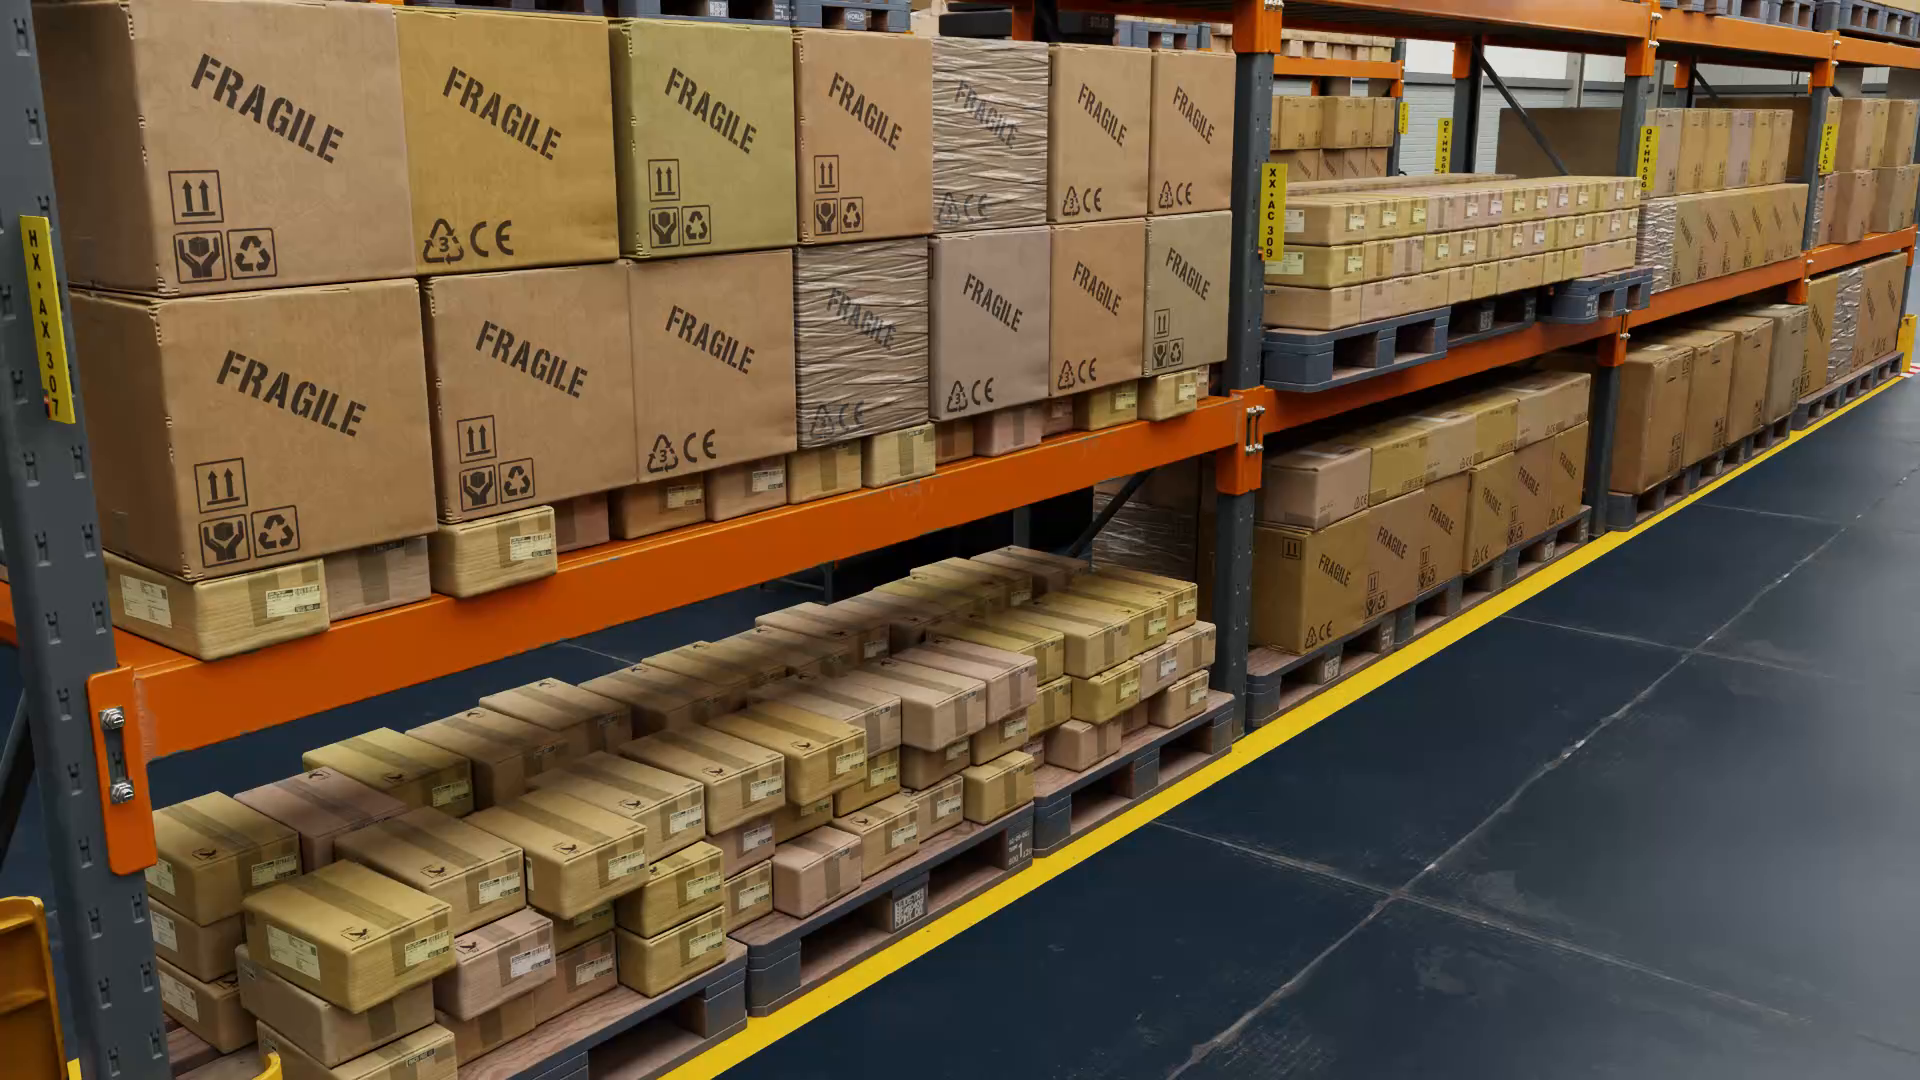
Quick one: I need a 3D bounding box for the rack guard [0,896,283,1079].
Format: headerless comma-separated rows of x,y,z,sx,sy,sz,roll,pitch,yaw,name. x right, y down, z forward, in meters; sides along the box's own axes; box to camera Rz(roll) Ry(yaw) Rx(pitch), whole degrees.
-1.831,1.183,3.452,1.175,0.500,0.348,11,18,38,rack guard

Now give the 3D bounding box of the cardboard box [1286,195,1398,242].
1.411,-1.209,6.240,0.380,0.149,0.250,12,18,39,cardboard box

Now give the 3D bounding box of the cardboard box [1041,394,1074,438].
0.131,-0.421,5.198,0.380,0.149,0.250,11,18,36,cardboard box

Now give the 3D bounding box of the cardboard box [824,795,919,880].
-0.338,0.815,4.761,0.380,0.149,0.250,11,18,38,cardboard box

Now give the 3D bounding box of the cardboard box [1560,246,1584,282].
2.719,-1.319,7.880,0.380,0.149,0.250,11,18,37,cardboard box

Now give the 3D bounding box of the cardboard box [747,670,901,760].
-0.390,0.510,4.753,0.380,0.149,0.250,11,18,38,cardboard box

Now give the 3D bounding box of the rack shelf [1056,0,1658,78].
1.893,-2.269,7.330,1.077,0.370,4.000,11,18,38,rack shelf

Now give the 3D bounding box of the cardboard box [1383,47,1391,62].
4.257,-5.046,17.311,0.380,0.149,0.250,11,18,38,cardboard box

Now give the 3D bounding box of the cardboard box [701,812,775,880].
-0.710,0.757,4.384,0.380,0.149,0.250,10,17,35,cardboard box

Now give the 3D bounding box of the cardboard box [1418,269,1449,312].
1.729,-1.016,6.686,0.380,0.149,0.250,11,18,38,cardboard box

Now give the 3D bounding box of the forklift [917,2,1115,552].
0.685,-1.654,9.682,1.130,2.935,3.031,10,17,35,forklift

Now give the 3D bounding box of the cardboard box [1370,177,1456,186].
2.217,-1.709,8.208,0.380,0.149,0.250,10,18,35,cardboard box

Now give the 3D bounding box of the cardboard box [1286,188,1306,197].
1.233,-1.409,7.025,0.380,0.149,0.250,11,18,37,cardboard box

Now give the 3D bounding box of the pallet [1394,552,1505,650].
1.890,0.187,7.958,1.003,0.211,1.213,11,18,38,pallet

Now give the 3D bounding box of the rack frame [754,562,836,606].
-0.798,-0.265,7.880,0.500,1.125,0.032,10,17,35,rack frame

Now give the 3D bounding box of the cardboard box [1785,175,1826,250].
5.886,-2.458,12.401,0.875,0.550,0.550,11,18,38,cardboard box

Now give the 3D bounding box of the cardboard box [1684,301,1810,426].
5.344,-1.293,11.836,1.050,0.750,0.750,11,18,37,cardboard box

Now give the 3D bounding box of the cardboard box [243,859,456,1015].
-1.285,0.828,3.502,0.380,0.149,0.250,10,17,35,cardboard box

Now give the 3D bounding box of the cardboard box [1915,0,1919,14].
7.592,-4.351,13.522,0.380,0.149,0.250,11,18,37,cardboard box

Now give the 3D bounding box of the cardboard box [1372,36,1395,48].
4.152,-5.211,17.151,0.500,0.250,0.500,11,18,37,cardboard box

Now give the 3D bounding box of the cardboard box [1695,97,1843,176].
5.922,-2.974,12.240,0.875,0.550,0.550,11,18,38,cardboard box

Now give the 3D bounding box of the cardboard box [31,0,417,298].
-1.390,-0.737,3.092,0.500,0.500,0.500,11,18,37,cardboard box

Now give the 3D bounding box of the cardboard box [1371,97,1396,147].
4.113,-4.371,17.398,0.700,0.500,0.500,11,18,36,cardboard box

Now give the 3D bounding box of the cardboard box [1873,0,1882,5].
6.634,-4.059,12.371,0.380,0.149,0.250,11,18,37,cardboard box

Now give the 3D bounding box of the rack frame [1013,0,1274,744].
0.636,-0.780,6.103,1.000,3.000,0.127,11,18,38,rack frame

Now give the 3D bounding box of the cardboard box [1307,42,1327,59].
3.327,-4.745,16.126,0.380,0.149,0.250,11,18,37,cardboard box

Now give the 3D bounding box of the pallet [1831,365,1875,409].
6.969,-1.329,13.926,1.003,0.211,1.213,11,18,38,pallet

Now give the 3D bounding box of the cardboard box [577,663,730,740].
-0.887,0.493,4.818,0.380,0.149,0.250,11,18,36,cardboard box

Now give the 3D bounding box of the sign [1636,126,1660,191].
3.578,-1.987,8.662,0.100,0.325,0.005,11,18,38,sign

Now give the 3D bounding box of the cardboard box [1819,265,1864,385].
6.677,-1.769,13.457,0.875,0.875,0.875,11,18,38,cardboard box

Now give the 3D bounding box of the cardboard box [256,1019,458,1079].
-1.300,1.113,3.587,0.380,0.149,0.250,12,18,39,cardboard box

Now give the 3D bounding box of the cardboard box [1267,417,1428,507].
1.638,-0.339,7.066,0.500,0.250,0.500,12,18,39,cardboard box

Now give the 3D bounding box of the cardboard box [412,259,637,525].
-1.065,-0.357,3.628,0.500,0.500,0.500,11,18,38,cardboard box

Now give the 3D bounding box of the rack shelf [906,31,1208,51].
0.493,-3.781,13.284,1.077,0.370,4.000,11,18,38,rack shelf

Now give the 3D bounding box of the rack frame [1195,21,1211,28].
1.750,-5.967,14.334,1.000,3.000,0.127,11,18,38,rack frame

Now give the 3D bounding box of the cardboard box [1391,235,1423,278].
1.564,-1.110,6.454,0.380,0.149,0.250,12,18,39,cardboard box

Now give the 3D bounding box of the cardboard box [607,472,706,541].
-0.836,-0.121,4.019,0.380,0.149,0.250,11,18,37,cardboard box

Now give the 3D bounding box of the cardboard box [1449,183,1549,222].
2.384,-1.505,7.402,0.380,0.149,0.250,12,19,40,cardboard box

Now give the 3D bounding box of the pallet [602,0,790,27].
-1.828,-3.309,10.349,1.003,0.211,1.213,12,19,40,pallet

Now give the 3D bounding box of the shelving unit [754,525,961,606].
-0.501,-0.366,8.279,0.538,1.125,1.048,10,17,35,shelving unit

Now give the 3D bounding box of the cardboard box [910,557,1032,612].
0.039,0.187,6.024,0.380,0.149,0.250,12,19,40,cardboard box

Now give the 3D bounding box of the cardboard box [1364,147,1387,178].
4.137,-3.871,17.462,0.500,0.500,0.500,11,18,37,cardboard box

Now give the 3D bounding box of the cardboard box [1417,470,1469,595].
1.956,-0.077,7.557,0.500,0.500,0.500,12,18,38,cardboard box

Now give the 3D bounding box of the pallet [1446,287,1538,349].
1.937,-1.068,7.625,1.003,0.211,1.213,11,18,38,pallet

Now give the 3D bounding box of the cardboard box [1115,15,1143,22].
1.174,-4.413,13.763,0.500,0.250,0.500,12,18,38,cardboard box

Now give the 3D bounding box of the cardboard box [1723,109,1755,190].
4.717,-2.554,10.851,0.700,0.500,0.500,11,18,38,cardboard box

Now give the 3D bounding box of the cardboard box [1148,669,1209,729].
0.654,0.526,5.899,0.380,0.149,0.250,12,18,38,cardboard box

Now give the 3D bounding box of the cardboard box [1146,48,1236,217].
0.551,-1.326,5.412,0.500,0.500,0.500,10,18,36,cardboard box

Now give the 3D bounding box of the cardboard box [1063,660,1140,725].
0.370,0.471,5.510,0.380,0.149,0.250,10,18,36,cardboard box

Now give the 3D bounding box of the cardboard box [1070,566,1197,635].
0.614,0.218,5.902,0.380,0.149,0.250,12,18,39,cardboard box

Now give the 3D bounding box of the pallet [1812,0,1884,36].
6.186,-3.878,12.386,1.003,0.211,1.213,11,18,38,pallet

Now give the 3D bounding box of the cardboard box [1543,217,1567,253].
2.548,-1.410,7.634,0.380,0.149,0.250,11,18,37,cardboard box

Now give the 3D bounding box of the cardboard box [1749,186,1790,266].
5.226,-2.123,11.184,0.500,0.500,0.500,11,18,37,cardboard box
